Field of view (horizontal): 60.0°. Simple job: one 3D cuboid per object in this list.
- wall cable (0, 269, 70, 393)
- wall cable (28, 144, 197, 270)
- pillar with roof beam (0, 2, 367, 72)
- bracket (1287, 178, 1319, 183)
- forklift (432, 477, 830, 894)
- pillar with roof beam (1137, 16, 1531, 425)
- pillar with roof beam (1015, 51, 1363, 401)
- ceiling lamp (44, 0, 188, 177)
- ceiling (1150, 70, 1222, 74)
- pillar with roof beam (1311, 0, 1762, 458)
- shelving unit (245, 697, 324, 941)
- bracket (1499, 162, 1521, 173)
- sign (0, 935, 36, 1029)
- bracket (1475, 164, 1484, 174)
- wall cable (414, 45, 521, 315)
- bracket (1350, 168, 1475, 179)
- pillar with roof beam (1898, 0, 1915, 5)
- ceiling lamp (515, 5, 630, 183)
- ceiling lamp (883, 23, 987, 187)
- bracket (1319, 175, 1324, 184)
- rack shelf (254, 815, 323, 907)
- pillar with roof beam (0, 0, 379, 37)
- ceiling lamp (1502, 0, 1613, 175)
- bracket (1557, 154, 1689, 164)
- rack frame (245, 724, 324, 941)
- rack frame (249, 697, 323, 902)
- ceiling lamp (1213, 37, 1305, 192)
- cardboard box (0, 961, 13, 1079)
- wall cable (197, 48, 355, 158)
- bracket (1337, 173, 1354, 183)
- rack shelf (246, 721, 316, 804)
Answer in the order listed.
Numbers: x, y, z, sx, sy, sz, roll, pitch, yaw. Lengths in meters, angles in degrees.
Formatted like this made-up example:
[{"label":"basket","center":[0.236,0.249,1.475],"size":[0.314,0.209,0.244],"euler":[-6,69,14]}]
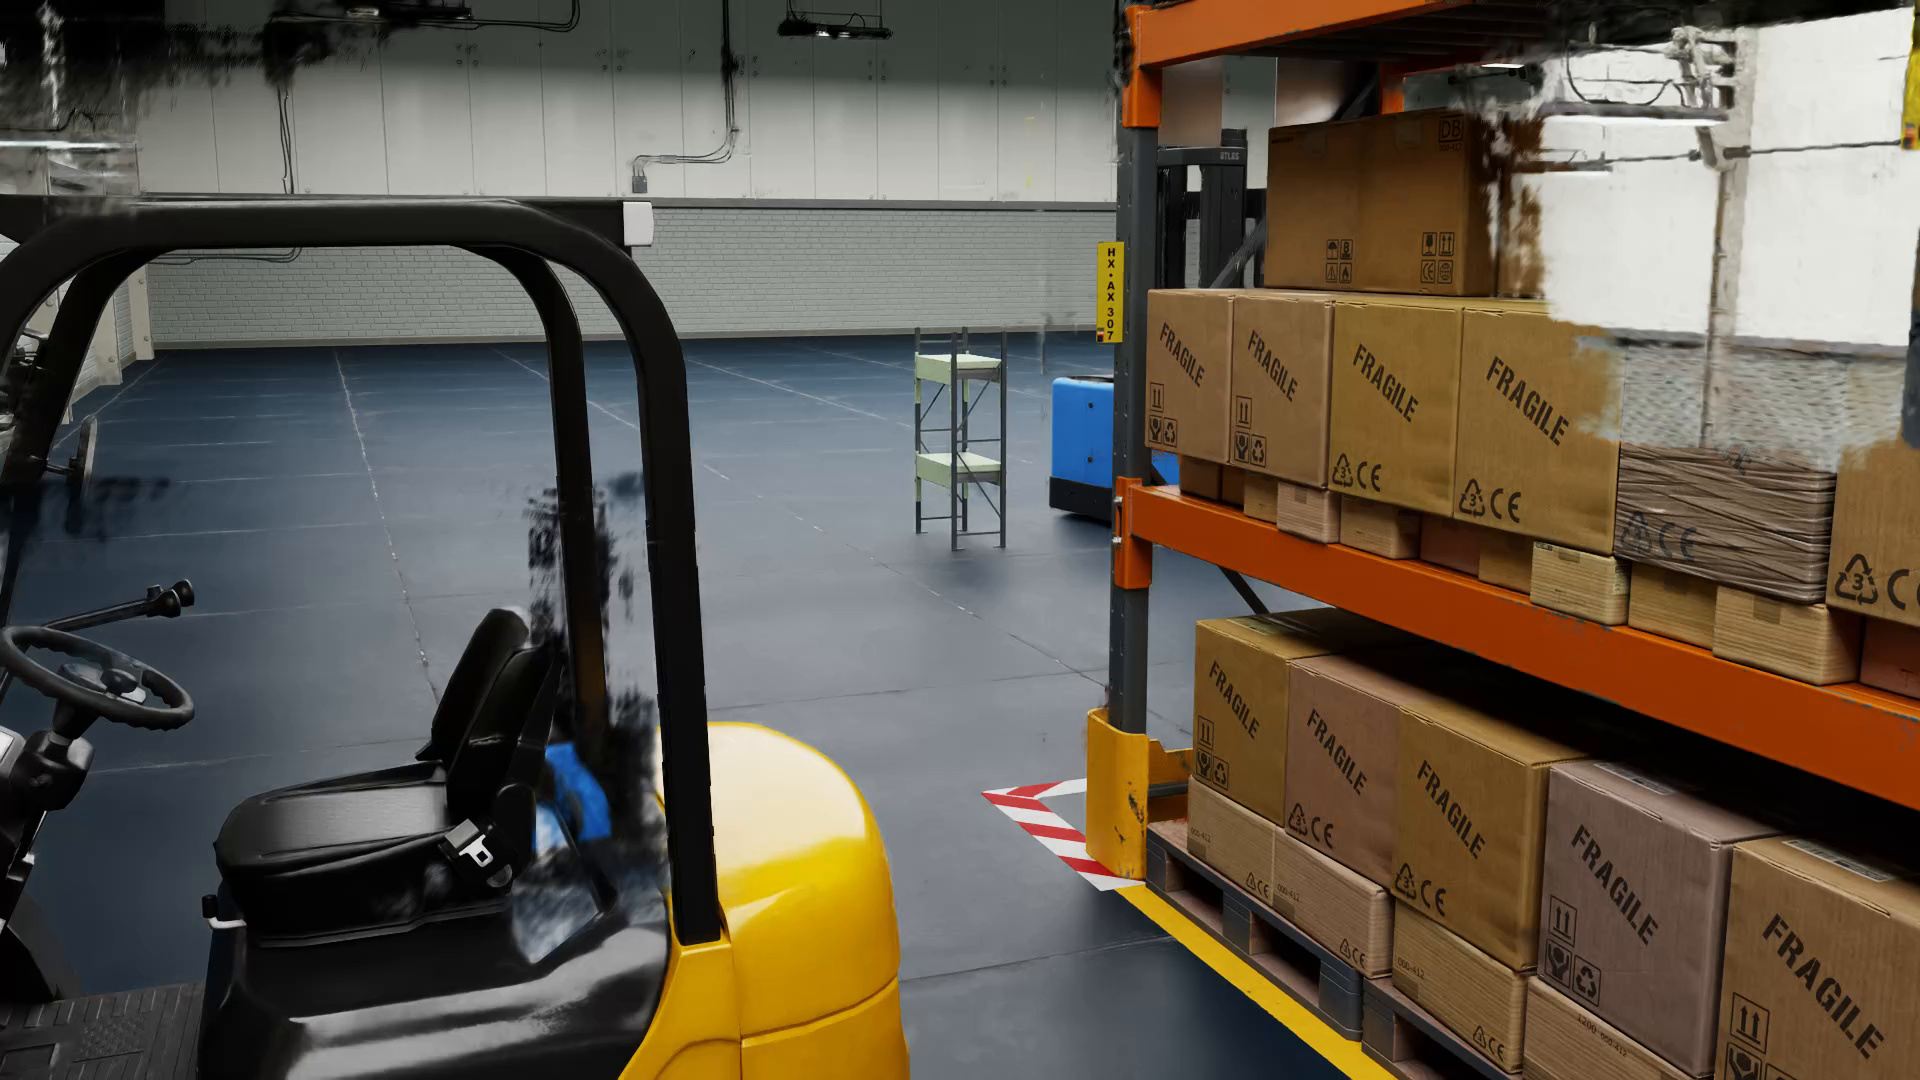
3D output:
[{"label":"wall cable","center":[-14.920,-6.817,33.417],"size":[3.097,2.526,0.112],"euler":[-4,11,-21]},{"label":"wall cable","center":[-12.398,-9.476,33.940],"size":[3.097,2.526,0.112],"euler":[-4,11,-21]},{"label":"pillar with roof beam","center":[-11.072,-8.055,31.506],"size":[9.100,9.000,0.548],"euler":[-4,11,-21]},{"label":"bracket","center":[13.148,-11.888,42.780],"size":[0.076,0.066,3.189],"euler":[-4,11,-21]},{"label":"forklift","center":[2.211,-1.703,13.127],"size":[3.031,2.935,1.130],"euler":[-6,12,-32]},{"label":"pillar with roof beam","center":[12.436,-8.528,34.167],"size":[9.100,9.000,0.548],"euler":[-4,11,-21]},{"label":"pillar with roof beam","center":[10.262,-9.507,39.673],"size":[9.100,9.000,0.548],"euler":[-4,11,-21]},{"label":"ceiling lamp","center":[-9.258,-10.326,27.608],"size":[2.000,3.185,0.800],"euler":[-4,11,-21]},{"label":"ceiling","center":[10.999,-15.113,45.494],"size":[6.000,0.001,6.000],"euler":[-4,11,-21]},{"label":"pillar with roof beam","center":[14.610,-7.548,28.661],"size":[9.100,9.000,0.400],"euler":[-4,11,-21]},{"label":"shelving unit","center":[-0.002,-0.739,11.795],"size":[0.431,1.500,0.755],"euler":[-4,11,-21]},{"label":"bracket","center":[16.268,-10.483,34.880],"size":[0.235,0.232,0.430],"euler":[-4,11,-21]},{"label":"sign","center":[1.524,-1.175,5.752],"size":[0.100,0.325,0.005],"euler":[-4,11,-21]},{"label":"bracket","center":[15.967,-10.618,35.642],"size":[0.235,0.232,0.430],"euler":[-4,11,-21]},{"label":"wall cable","center":[-6.066,-10.620,36.220],"size":[2.305,6.003,0.169],"euler":[-4,11,-21]},{"label":"bracket","center":[15.028,-11.042,38.022],"size":[0.076,0.066,4.783],"euler":[-4,11,-21]},{"label":"pillar with roof beam","center":[16.785,-6.569,23.155],"size":[9.100,9.000,0.400],"euler":[-4,11,-21]},{"label":"ceiling lamp","center":[-2.370,-10.795,30.244],"size":[2.000,3.185,0.800],"euler":[-4,11,-21]},{"label":"ceiling lamp","center":[4.210,-11.243,32.763],"size":[2.000,3.185,0.800],"euler":[-4,11,-21]},{"label":"bracket","center":[13.793,-11.598,41.147],"size":[0.235,0.232,0.430],"euler":[-4,11,-21]},{"label":"rack shelf","center":[-0.002,-0.419,11.852],"size":[0.431,0.370,0.720],"euler":[-4,11,-21]},{"label":"pillar with roof beam","center":[-8.898,-7.075,26.000],"size":[9.100,9.000,0.548],"euler":[-4,11,-21]},{"label":"ceiling lamp","center":[14.353,-10.222,27.022],"size":[2.000,3.185,0.800],"euler":[-4,11,-21]},{"label":"bracket","center":[17.202,-10.062,32.516],"size":[0.076,0.066,4.783],"euler":[-4,11,-21]},{"label":"rack frame","center":[0.130,-0.680,11.459],"size":[0.400,1.500,0.023],"euler":[-4,11,-21]},{"label":"rack frame","center":[-0.135,-0.799,12.131],"size":[0.400,1.500,0.023],"euler":[-4,11,-21]},{"label":"ceiling lamp","center":[11.051,-11.709,35.382],"size":[2.000,3.185,0.800],"euler":[-4,11,-21]},{"label":"cardboard box","center":[1.388,-1.036,5.188],"size":[0.700,0.500,0.500],"euler":[-4,11,-22]},{"label":"wall cable","center":[-9.514,-11.911,34.646],"size":[3.097,2.526,0.112],"euler":[-4,11,-21]},{"label":"bracket","center":[14.094,-11.462,40.386],"size":[0.235,0.232,0.430],"euler":[-4,11,-21]},{"label":"rack shelf","center":[-0.002,-1.124,11.727],"size":[0.431,0.370,0.720],"euler":[-4,11,-21]}]
